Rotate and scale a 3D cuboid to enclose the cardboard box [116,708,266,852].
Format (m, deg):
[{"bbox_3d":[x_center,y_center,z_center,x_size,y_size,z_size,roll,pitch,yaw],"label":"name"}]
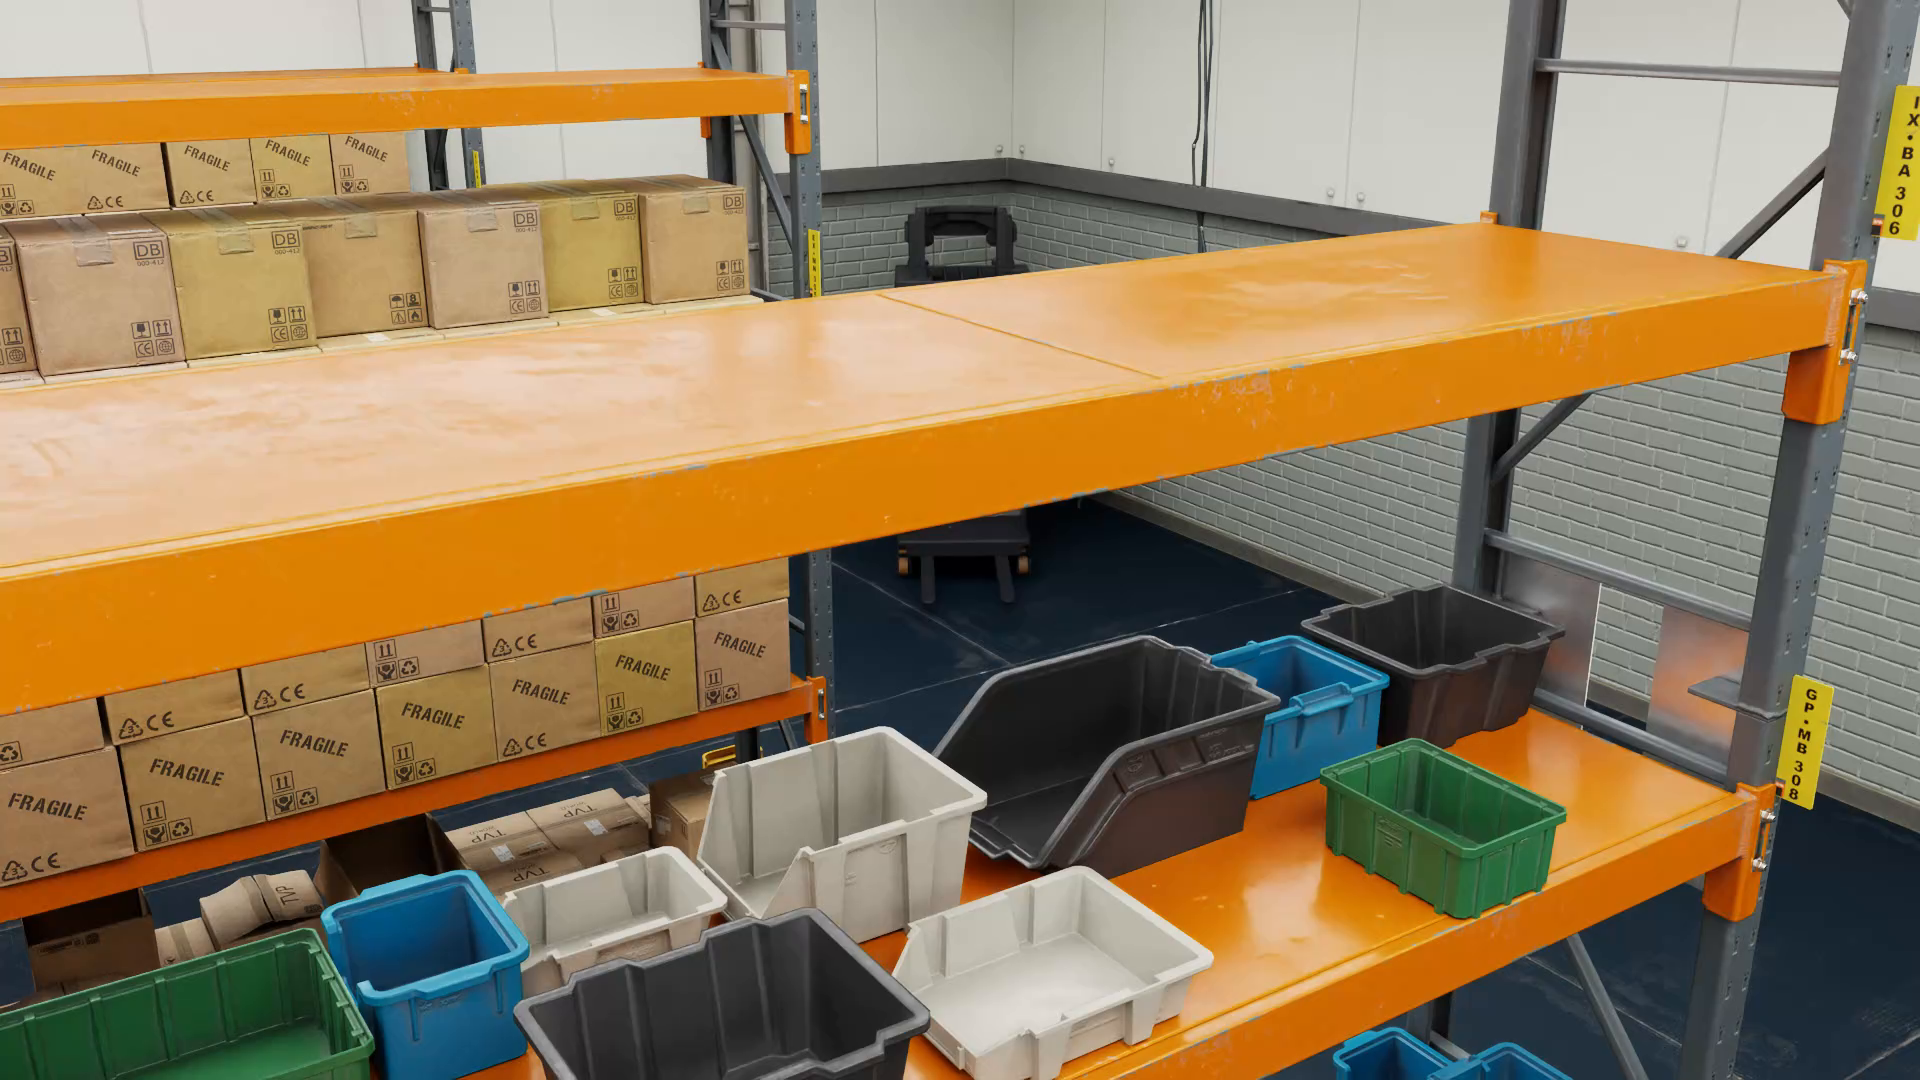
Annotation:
[{"bbox_3d":[-3.311,0.947,7.105,0.500,0.500,0.500,-11,22,-30],"label":"cardboard box"}]

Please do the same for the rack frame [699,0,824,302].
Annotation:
[{"bbox_3d":[-0.971,-2.445,7.925,0.127,3.000,1.000,-12,22,-31],"label":"rack frame"}]

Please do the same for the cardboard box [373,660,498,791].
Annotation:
[{"bbox_3d":[-2.468,0.769,7.630,0.500,0.500,0.500,-12,22,-32],"label":"cardboard box"}]

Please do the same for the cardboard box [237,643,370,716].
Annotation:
[{"bbox_3d":[-2.904,0.392,7.185,0.500,0.500,0.500,-13,22,-33],"label":"cardboard box"}]

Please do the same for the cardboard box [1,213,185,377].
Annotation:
[{"bbox_3d":[-3.431,-0.986,6.577,0.500,0.500,0.700,-12,22,-31],"label":"cardboard box"}]

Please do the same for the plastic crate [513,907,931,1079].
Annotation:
[{"bbox_3d":[-0.403,0.923,2.852,0.590,0.269,0.497,-12,22,-31],"label":"plastic crate"}]

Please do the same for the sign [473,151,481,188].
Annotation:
[{"bbox_3d":[-3.412,-2.582,11.757,0.005,0.325,0.100,-12,22,-31],"label":"sign"}]

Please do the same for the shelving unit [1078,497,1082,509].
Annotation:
[{"bbox_3d":[0.790,-1.087,15.593,0.755,1.500,0.431,3,19,6],"label":"shelving unit"}]

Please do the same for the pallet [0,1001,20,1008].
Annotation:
[{"bbox_3d":[-3.738,2.302,7.605,1.213,0.211,1.003,-12,22,-31],"label":"pallet"}]

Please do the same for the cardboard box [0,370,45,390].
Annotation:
[{"bbox_3d":[-3.769,-0.504,6.322,0.500,0.250,0.500,-12,22,-31],"label":"cardboard box"}]

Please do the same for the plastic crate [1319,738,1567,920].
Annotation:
[{"bbox_3d":[1.083,0.652,3.778,0.336,0.188,0.450,-12,22,-31],"label":"plastic crate"}]

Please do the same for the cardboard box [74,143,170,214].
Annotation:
[{"bbox_3d":[-5.455,-2.405,10.743,0.500,0.500,0.500,-12,22,-31],"label":"cardboard box"}]

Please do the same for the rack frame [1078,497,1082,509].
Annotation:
[{"bbox_3d":[1.153,-1.066,15.555,0.023,1.500,0.400,3,19,6],"label":"rack frame"}]

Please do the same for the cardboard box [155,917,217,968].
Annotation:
[{"bbox_3d":[-3.712,1.986,7.952,0.250,0.149,0.380,-12,22,-31],"label":"cardboard box"}]

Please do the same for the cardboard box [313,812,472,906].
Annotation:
[{"bbox_3d":[-2.746,1.744,8.114,0.637,0.503,0.797,-12,22,-31],"label":"cardboard box"}]

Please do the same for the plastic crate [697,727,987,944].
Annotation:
[{"bbox_3d":[-0.271,0.666,3.593,0.530,0.282,0.437,-12,22,-31],"label":"plastic crate"}]

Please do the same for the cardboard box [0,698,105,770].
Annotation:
[{"bbox_3d":[-3.764,0.573,6.648,0.500,0.500,0.500,-11,22,-30],"label":"cardboard box"}]

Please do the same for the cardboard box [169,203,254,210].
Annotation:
[{"bbox_3d":[-5.031,-2.138,11.125,0.500,0.250,0.500,-13,22,-33],"label":"cardboard box"}]

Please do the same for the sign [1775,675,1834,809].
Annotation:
[{"bbox_3d":[2.066,0.496,4.074,0.005,0.325,0.100,-12,22,-31],"label":"sign"}]

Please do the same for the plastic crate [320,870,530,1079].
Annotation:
[{"bbox_3d":[-1.006,0.840,3.154,0.300,0.233,0.416,-12,22,-31],"label":"plastic crate"}]

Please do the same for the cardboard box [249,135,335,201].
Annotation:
[{"bbox_3d":[-4.584,-2.591,11.294,0.500,0.500,0.500,-11,22,-30],"label":"cardboard box"}]

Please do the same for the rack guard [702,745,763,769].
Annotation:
[{"bbox_3d":[-1.035,1.595,9.246,0.348,0.500,1.175,-12,22,-31],"label":"rack guard"}]

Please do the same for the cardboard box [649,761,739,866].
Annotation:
[{"bbox_3d":[-1.290,1.535,8.737,0.500,0.500,0.500,-12,22,-31],"label":"cardboard box"}]

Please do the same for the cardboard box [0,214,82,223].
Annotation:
[{"bbox_3d":[-5.884,-1.956,10.585,0.500,0.250,0.500,-12,22,-33],"label":"cardboard box"}]

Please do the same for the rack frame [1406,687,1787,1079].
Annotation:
[{"bbox_3d":[1.750,1.723,4.965,0.127,3.000,1.000,-12,22,-31],"label":"rack frame"}]

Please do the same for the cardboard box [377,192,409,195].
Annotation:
[{"bbox_3d":[-4.165,-2.323,11.672,0.500,0.250,0.500,-11,22,-30],"label":"cardboard box"}]

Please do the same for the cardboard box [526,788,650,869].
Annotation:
[{"bbox_3d":[-1.999,1.600,8.936,0.500,0.250,0.500,-12,22,-31],"label":"cardboard box"}]

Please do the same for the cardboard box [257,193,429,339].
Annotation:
[{"bbox_3d":[-2.683,-1.205,7.223,0.500,0.500,0.700,-12,22,-31],"label":"cardboard box"}]

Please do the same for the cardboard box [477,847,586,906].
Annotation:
[{"bbox_3d":[-2.100,1.813,8.306,0.500,0.250,0.500,-12,22,-31],"label":"cardboard box"}]

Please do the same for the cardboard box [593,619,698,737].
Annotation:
[{"bbox_3d":[-1.627,0.594,8.148,0.500,0.500,0.500,-12,22,-31],"label":"cardboard box"}]

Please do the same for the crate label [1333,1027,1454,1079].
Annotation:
[{"bbox_3d":[1.363,1.729,5.114,0.303,0.233,0.416,-12,22,-31],"label":"crate label"}]

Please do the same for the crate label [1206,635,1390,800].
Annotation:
[{"bbox_3d":[0.802,0.449,4.283,0.502,0.251,0.408,-12,22,-31],"label":"crate label"}]

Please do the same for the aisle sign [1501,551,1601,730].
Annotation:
[{"bbox_3d":[1.647,0.399,4.821,0.004,0.787,0.394,-12,22,-31],"label":"aisle sign"}]

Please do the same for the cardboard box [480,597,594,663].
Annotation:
[{"bbox_3d":[-2.044,0.210,7.722,0.500,0.500,0.500,-11,22,-30],"label":"cardboard box"}]

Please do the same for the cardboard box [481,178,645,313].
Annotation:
[{"bbox_3d":[-1.856,-1.384,7.755,0.500,0.500,0.700,-12,22,-31],"label":"cardboard box"}]

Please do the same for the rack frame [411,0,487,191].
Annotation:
[{"bbox_3d":[-3.699,-3.769,11.842,0.127,3.000,1.000,-12,22,-31],"label":"rack frame"}]

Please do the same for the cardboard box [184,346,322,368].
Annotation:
[{"bbox_3d":[-2.929,-0.678,6.835,0.500,0.250,0.500,-12,22,-31],"label":"cardboard box"}]

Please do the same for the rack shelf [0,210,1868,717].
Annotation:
[{"bbox_3d":[0.079,-0.236,3.141,4.000,0.370,1.077,-12,22,-31],"label":"rack shelf"}]

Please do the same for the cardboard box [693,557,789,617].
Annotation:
[{"bbox_3d":[-1.192,0.028,8.260,0.500,0.500,0.500,-12,22,-32],"label":"cardboard box"}]

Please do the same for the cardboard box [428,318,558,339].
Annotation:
[{"bbox_3d":[-2.097,-0.855,7.362,0.500,0.250,0.500,-12,22,-31],"label":"cardboard box"}]

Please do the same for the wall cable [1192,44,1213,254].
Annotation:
[{"bbox_3d":[1.221,-3.199,15.004,0.112,2.526,3.097,-12,22,-31],"label":"wall cable"}]

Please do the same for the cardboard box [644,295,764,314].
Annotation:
[{"bbox_3d":[-1.260,-1.031,7.880,0.500,0.250,0.500,-12,22,-31],"label":"cardboard box"}]

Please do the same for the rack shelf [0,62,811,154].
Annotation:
[{"bbox_3d":[-2.642,-1.750,6.999,4.000,0.370,1.077,-12,22,-31],"label":"rack shelf"}]

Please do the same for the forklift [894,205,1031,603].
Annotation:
[{"bbox_3d":[0.020,-1.189,13.686,1.130,2.935,3.031,-1,19,-2],"label":"forklift"}]
